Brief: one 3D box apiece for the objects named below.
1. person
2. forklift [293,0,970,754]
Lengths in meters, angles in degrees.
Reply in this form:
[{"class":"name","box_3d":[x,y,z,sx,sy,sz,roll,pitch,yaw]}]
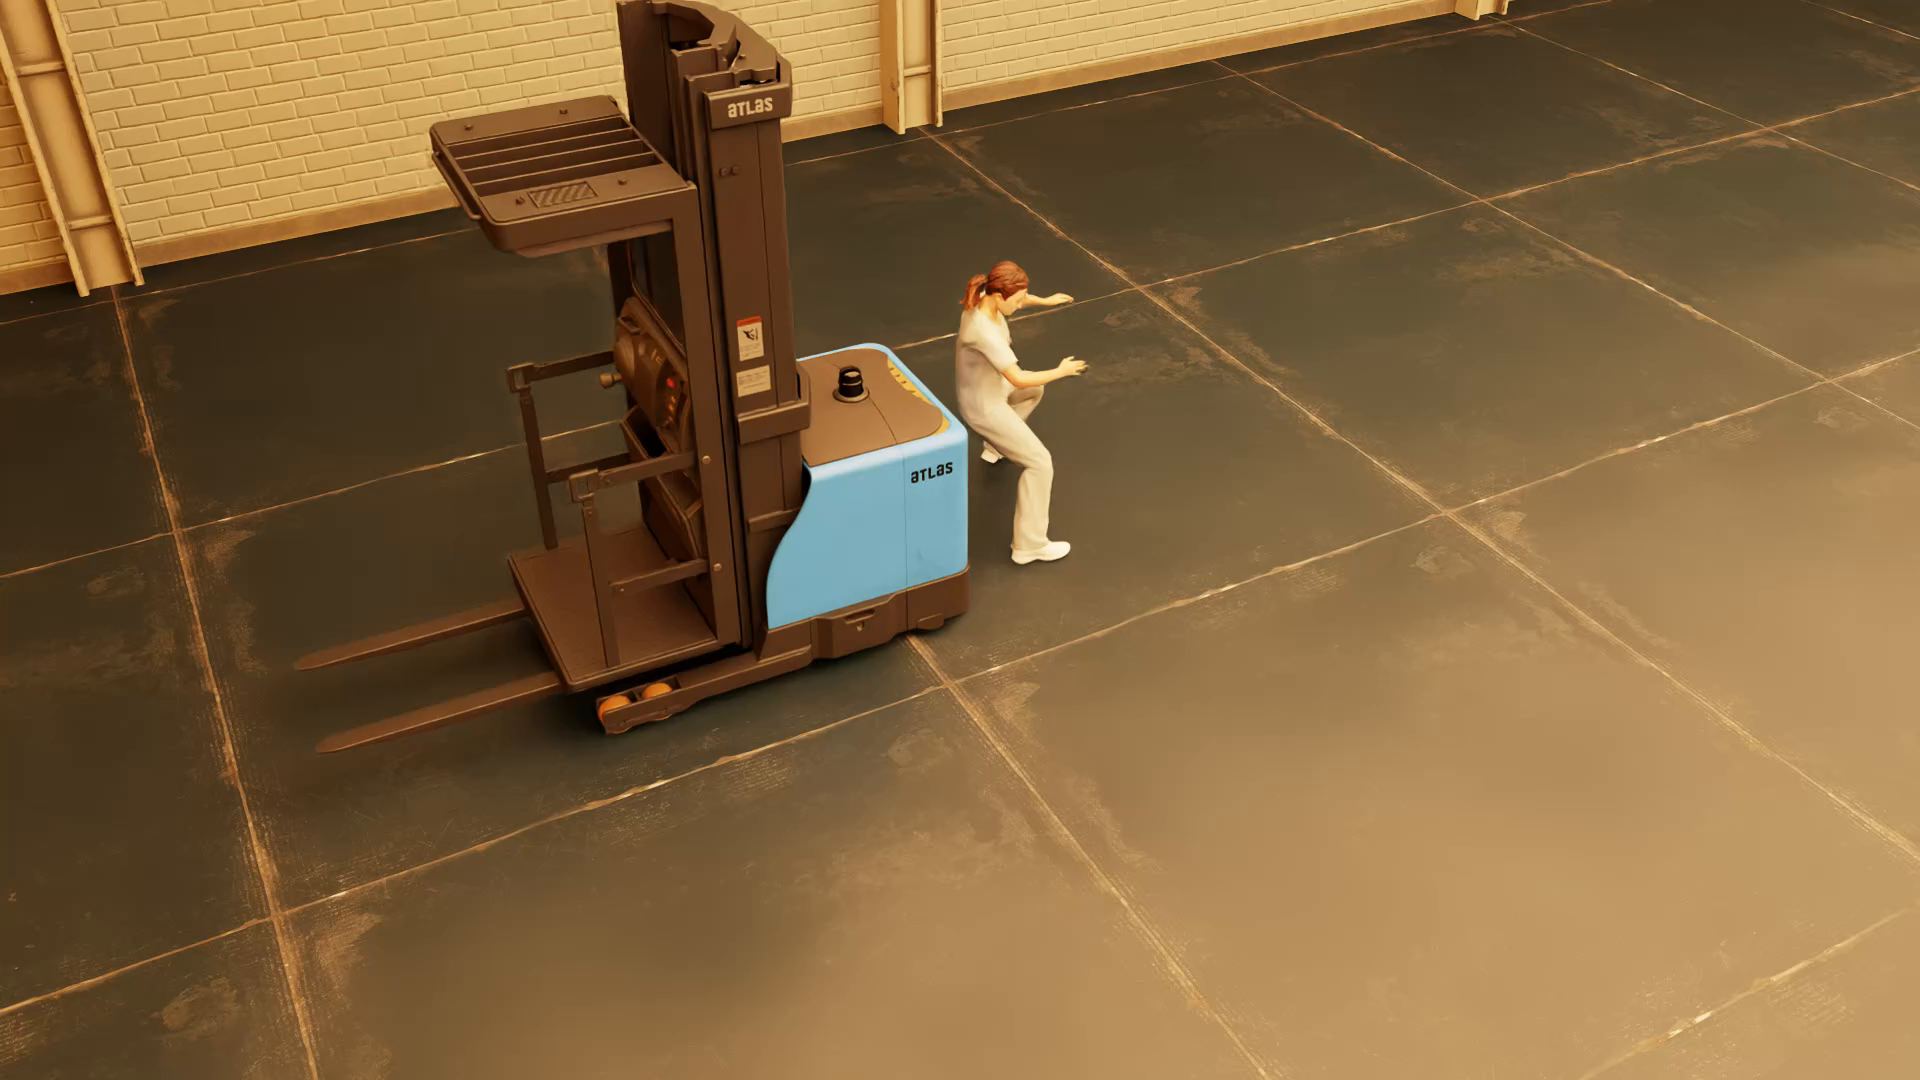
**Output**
[{"class":"person","box_3d":[0.304,-0.778,8.507,0.645,1.448,1.091,1,35,2]},{"class":"forklift","box_3d":[-1.502,-0.681,7.087,3.031,2.935,1.130,-16,38,-22]}]
